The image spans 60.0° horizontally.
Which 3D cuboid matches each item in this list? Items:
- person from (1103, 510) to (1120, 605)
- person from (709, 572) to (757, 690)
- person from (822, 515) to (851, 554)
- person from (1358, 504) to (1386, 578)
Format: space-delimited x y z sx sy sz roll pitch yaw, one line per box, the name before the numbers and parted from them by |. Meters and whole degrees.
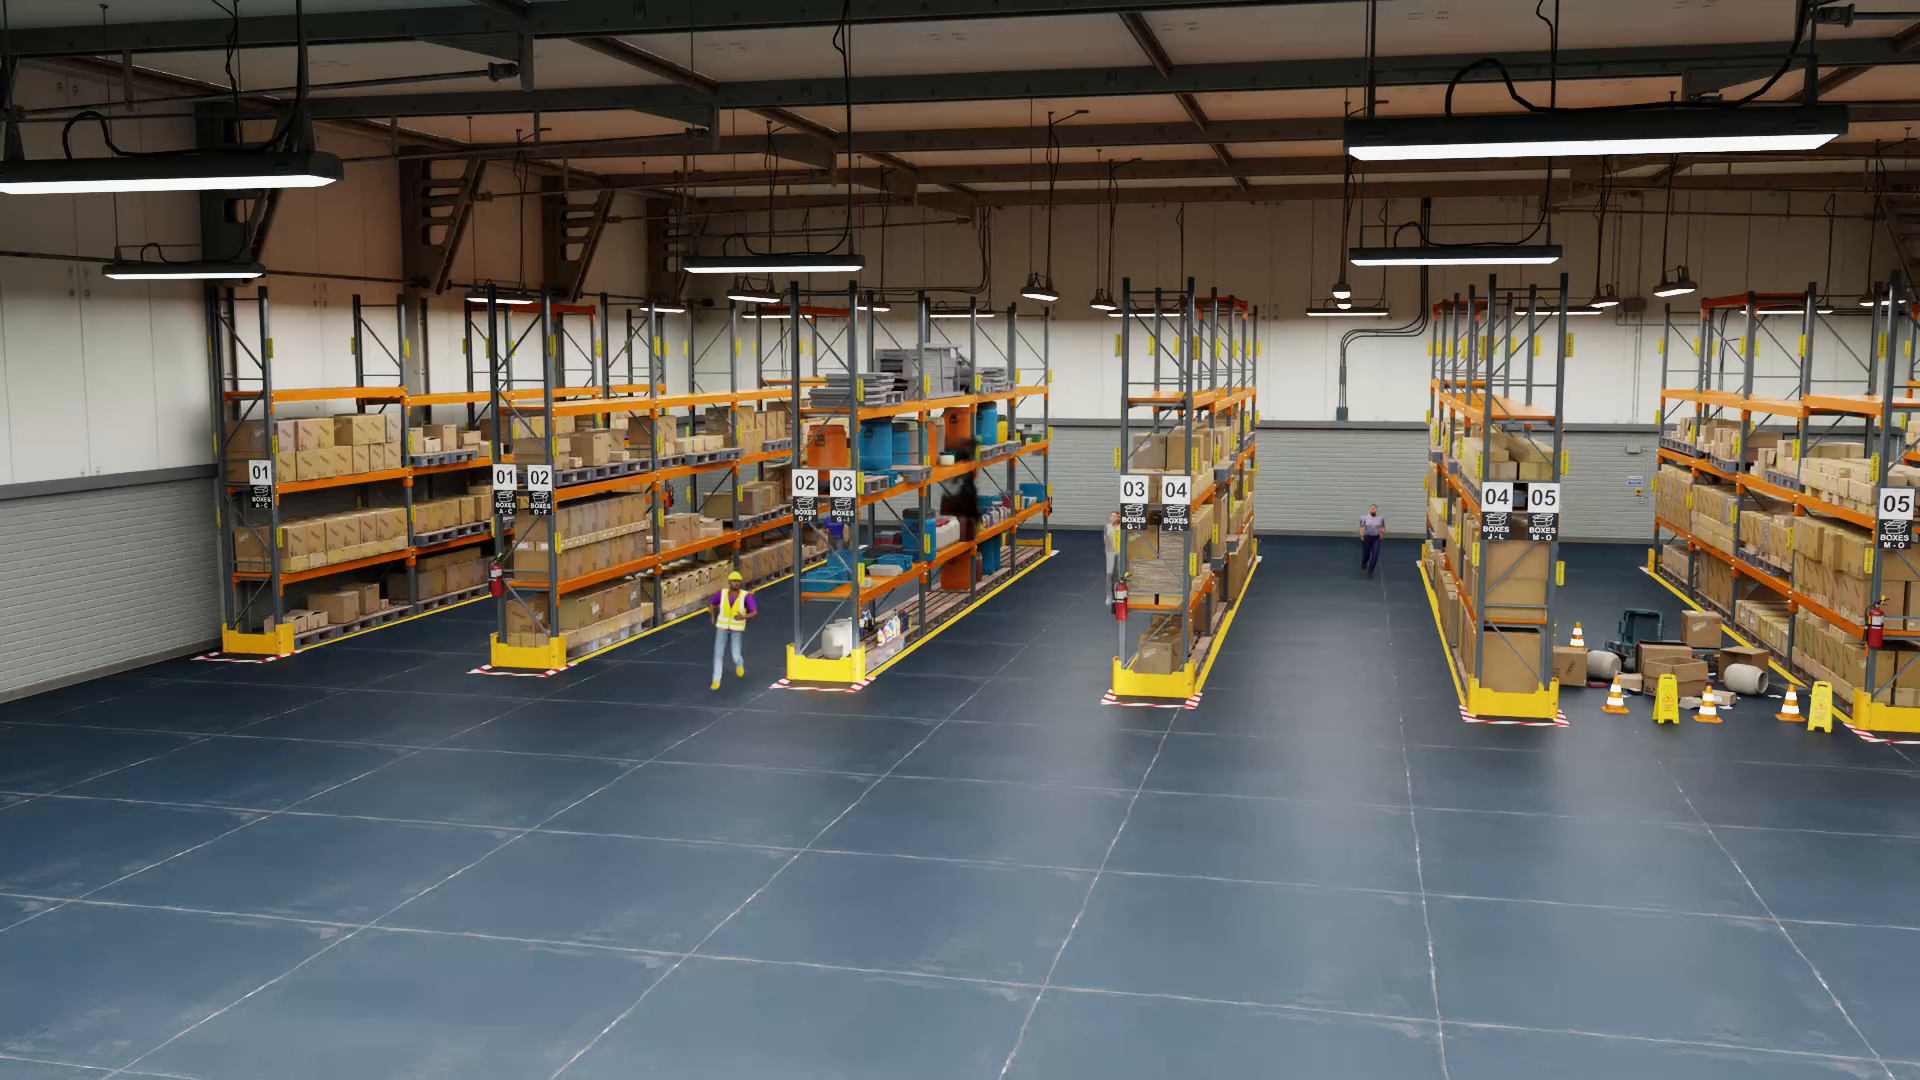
person | 2.929 0.323 31.288 0.536 1.775 0.714 2 7 13
person | -3.392 1.327 24.819 0.733 1.723 0.819 0 7 0
person | -2.458 0.123 33.207 0.590 1.735 0.684 1 7 11
person | 9.080 0.014 36.660 0.608 1.615 0.618 1 7 6
